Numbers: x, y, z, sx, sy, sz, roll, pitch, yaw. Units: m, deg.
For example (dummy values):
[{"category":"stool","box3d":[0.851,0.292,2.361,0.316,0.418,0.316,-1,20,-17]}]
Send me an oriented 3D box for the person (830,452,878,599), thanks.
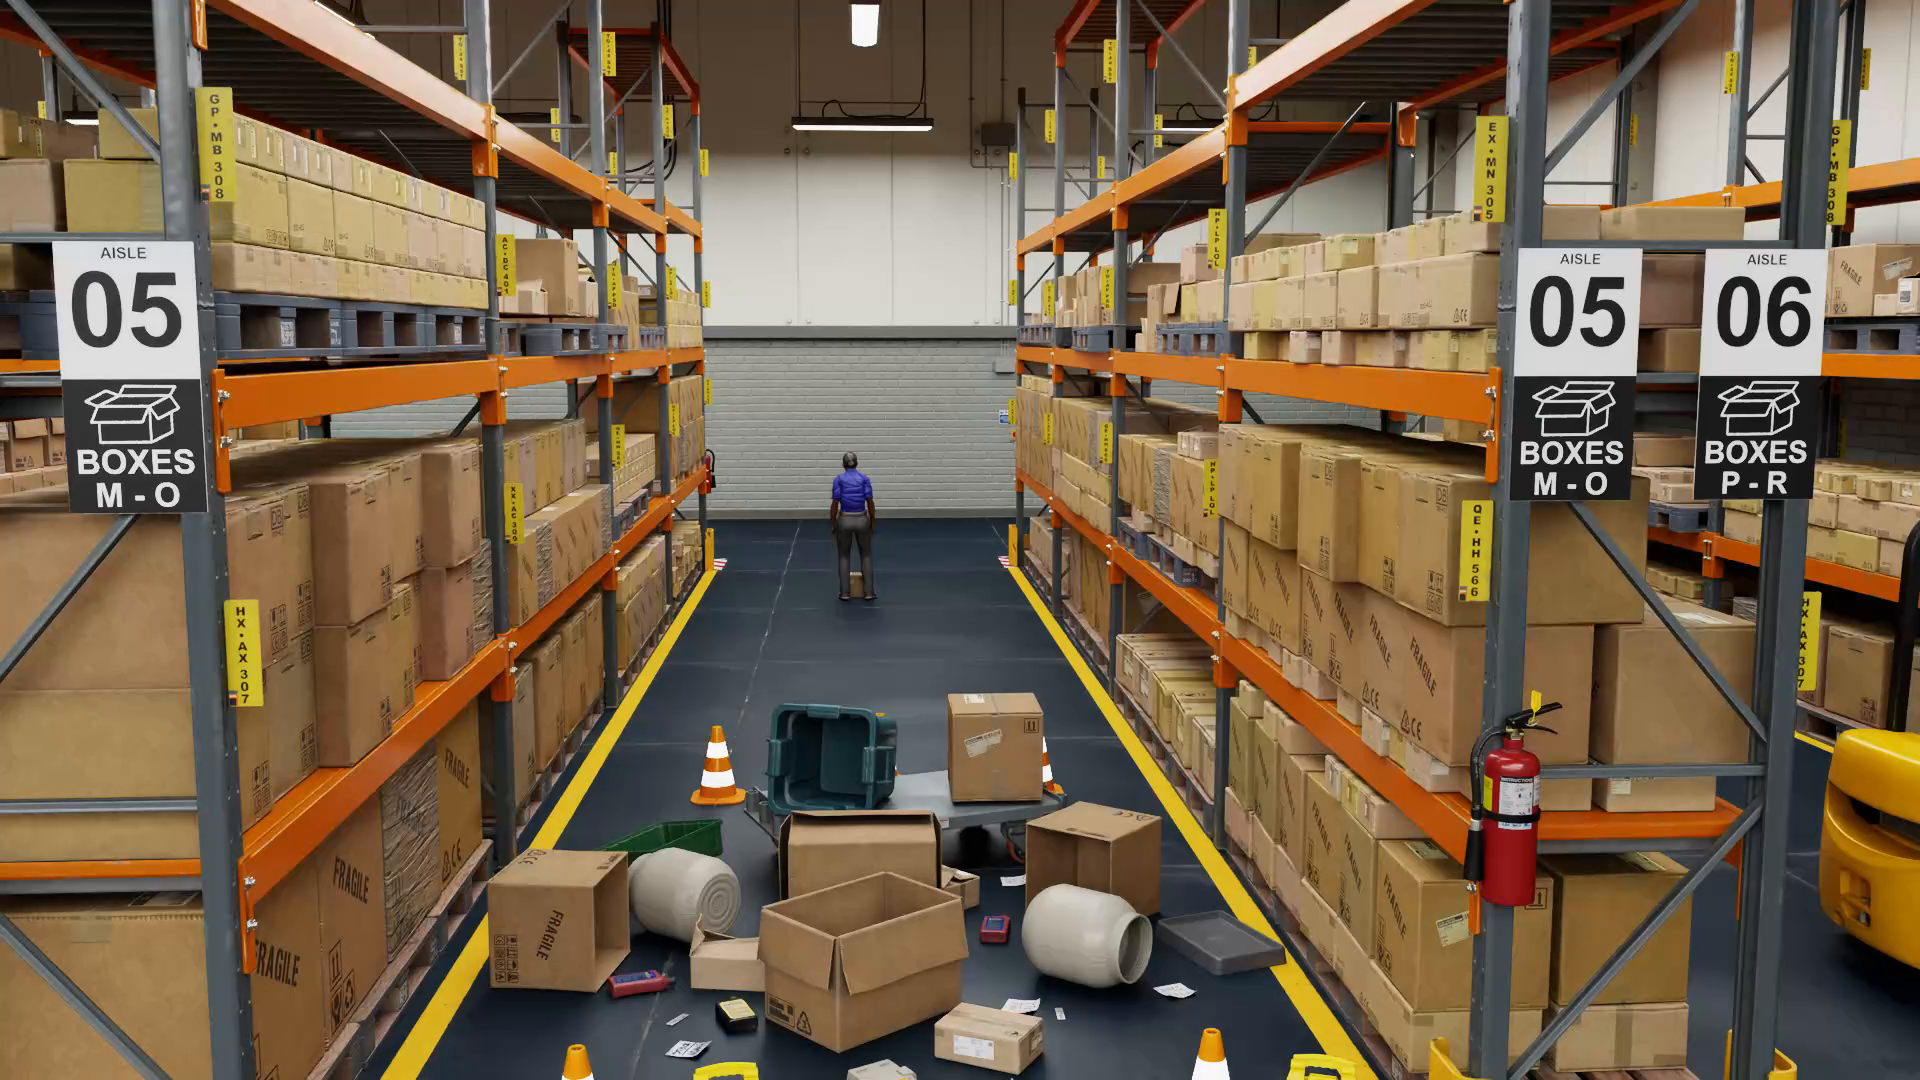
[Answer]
[{"category":"person","box3d":[-1.184,-0.160,18.582,0.530,1.653,0.352,-1,7,-7]}]
